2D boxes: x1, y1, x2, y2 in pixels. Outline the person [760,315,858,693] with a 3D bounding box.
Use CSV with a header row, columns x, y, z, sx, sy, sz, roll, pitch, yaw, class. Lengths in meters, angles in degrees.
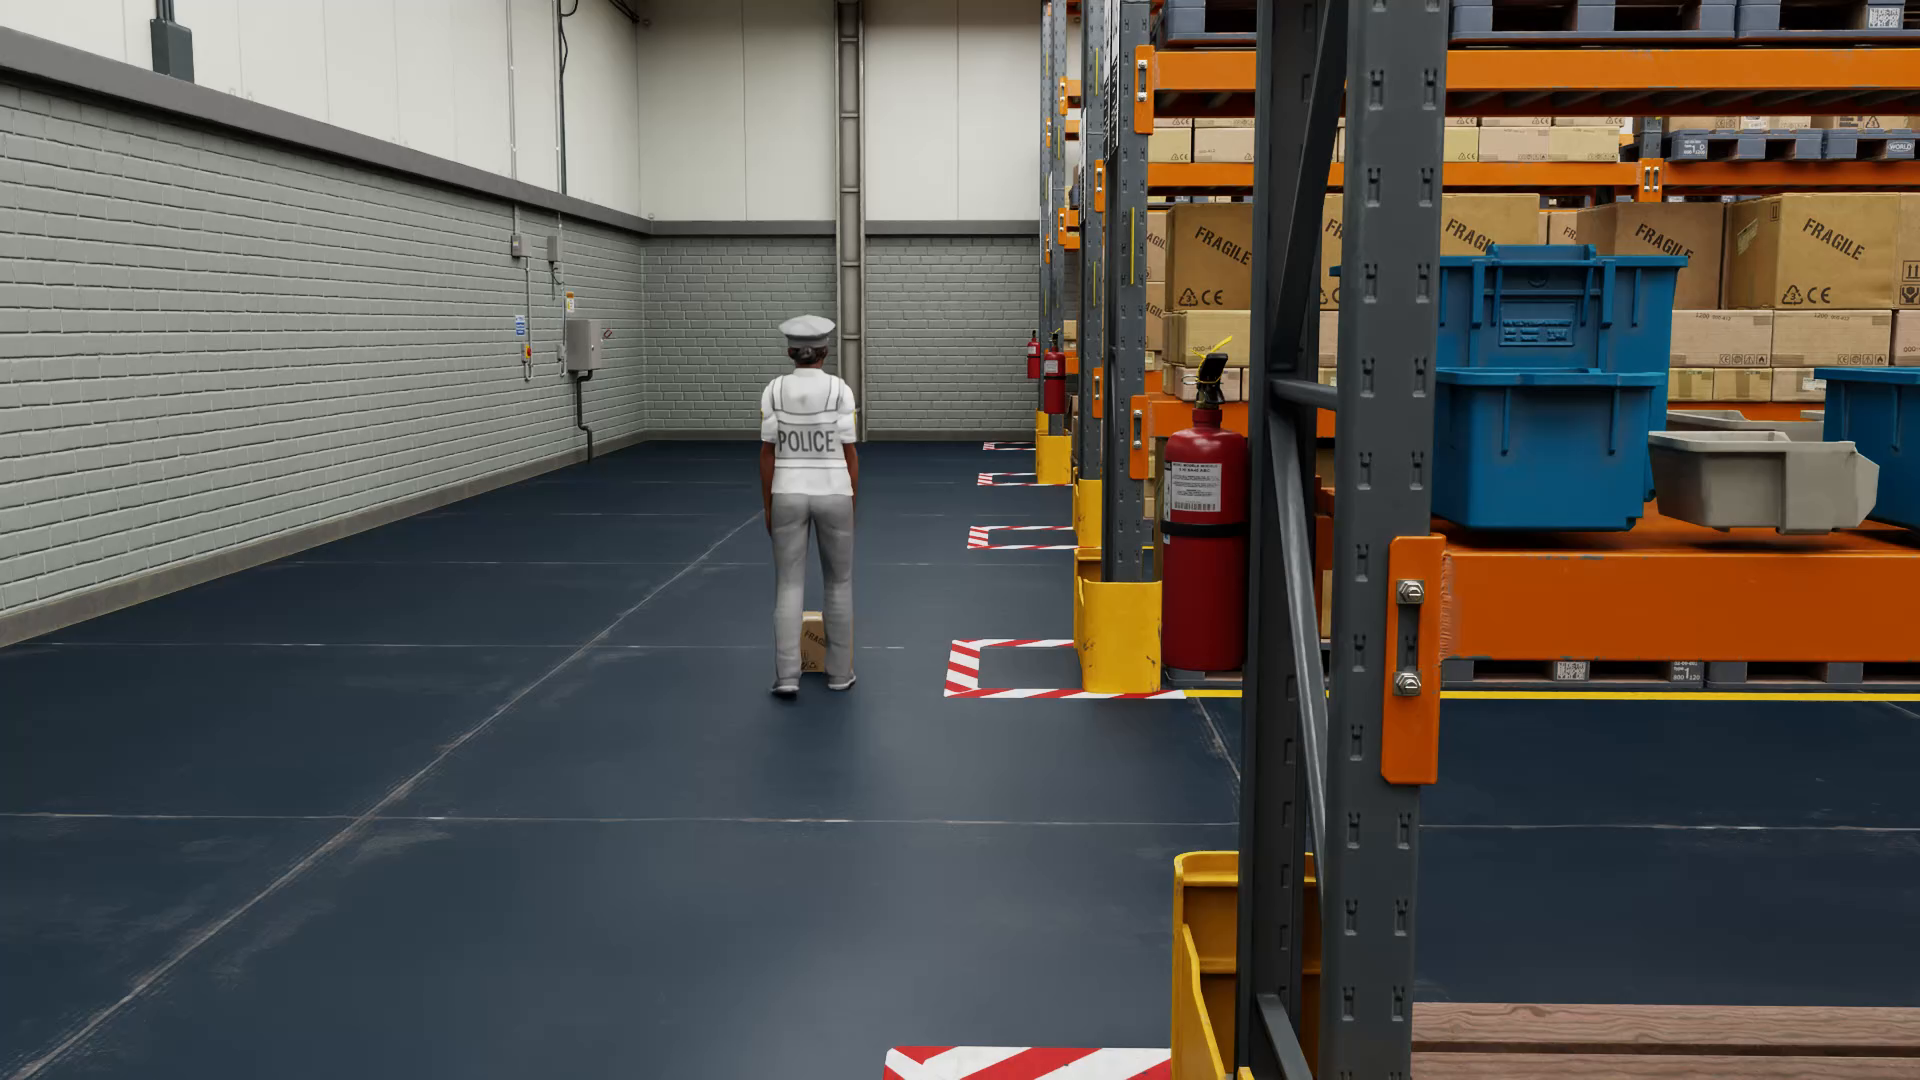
x,y,z,sx,sy,sz,roll,pitch,yaw,class
-0.669,-0.150,7.435,0.439,1.701,0.432,0,7,3,person
